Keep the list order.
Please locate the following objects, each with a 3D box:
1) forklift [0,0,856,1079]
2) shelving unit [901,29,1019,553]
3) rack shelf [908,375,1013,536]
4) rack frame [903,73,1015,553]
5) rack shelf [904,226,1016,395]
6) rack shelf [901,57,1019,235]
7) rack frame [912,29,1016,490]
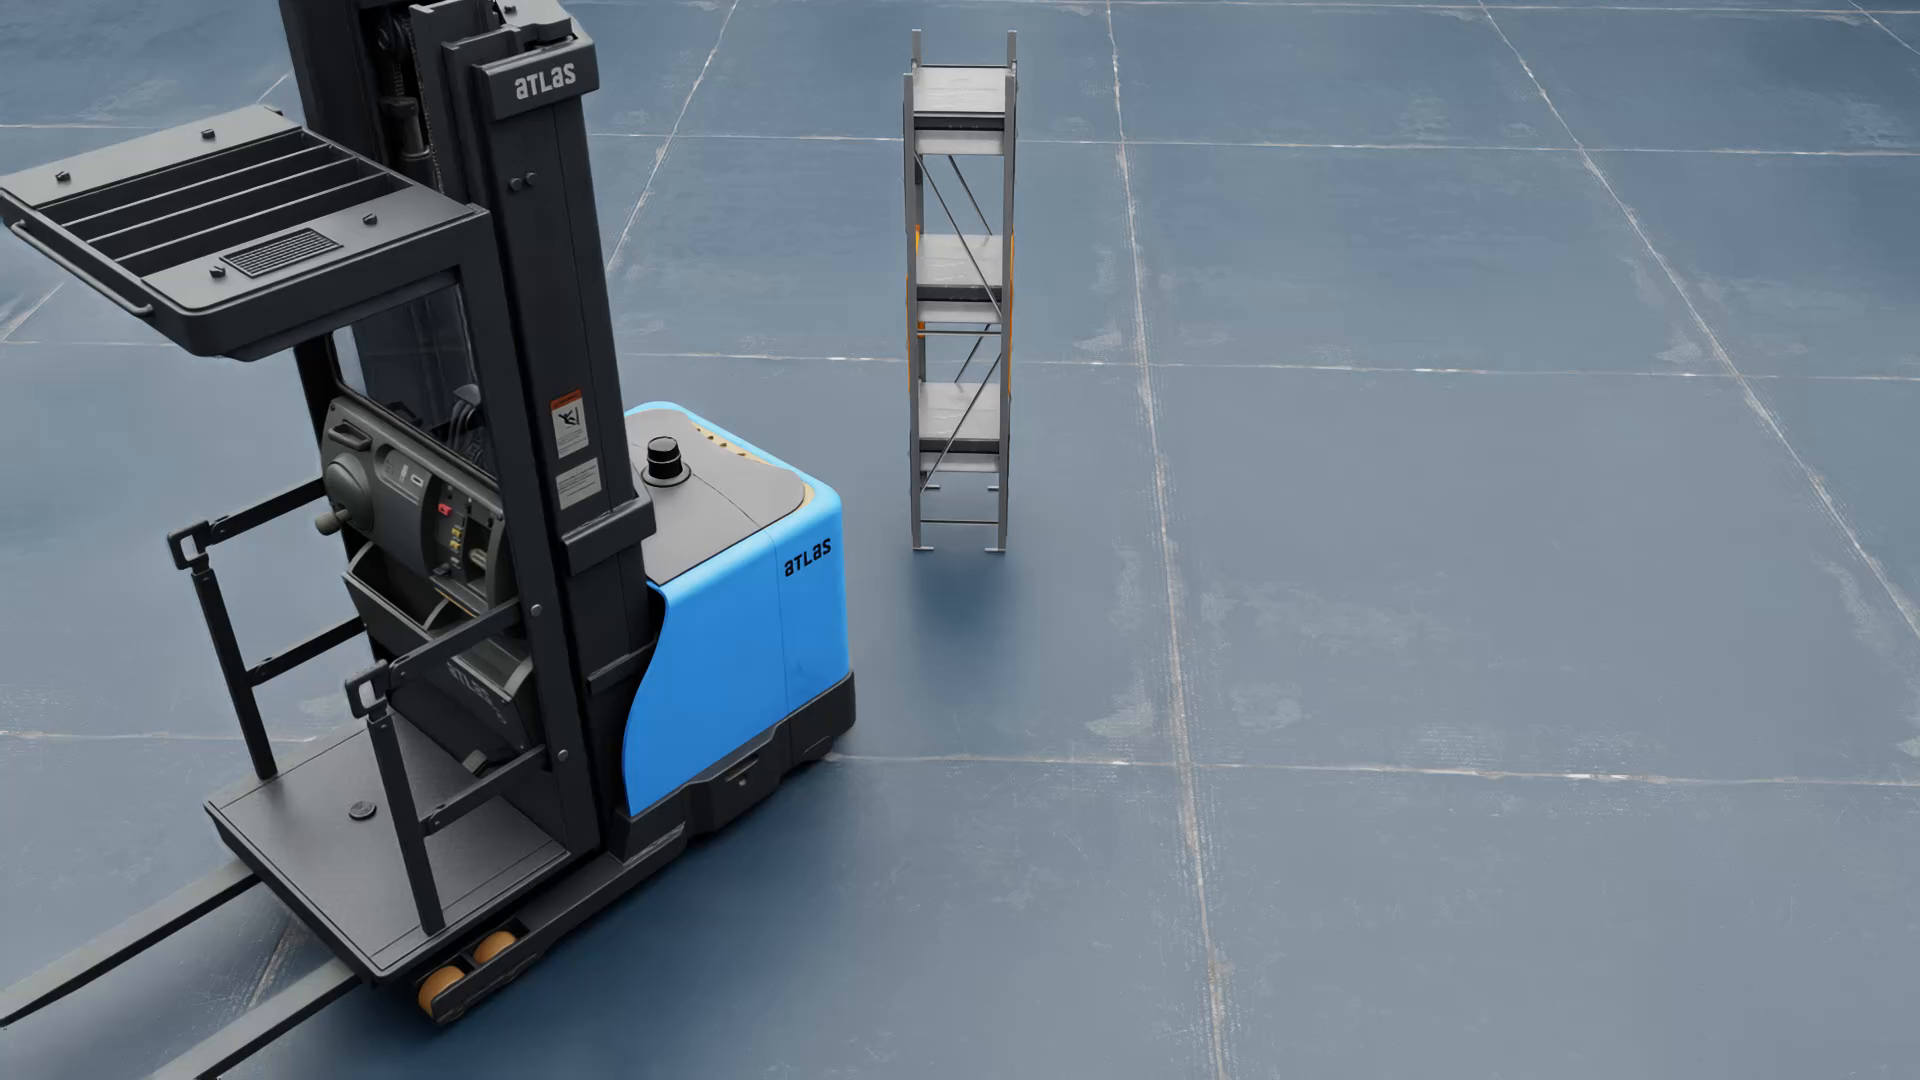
[{"bbox_3d":[-1.755,-0.047,4.767,1.130,2.935,3.031,28,44,34],"label":"forklift"},{"bbox_3d":[0.007,-0.954,6.782,0.431,2.100,0.503,1,35,2],"label":"shelving unit"},{"bbox_3d":[0.007,-0.370,7.192,0.431,0.518,0.480,1,35,2],"label":"rack shelf"},{"bbox_3d":[-0.003,-0.814,6.582,0.400,2.100,0.015,1,35,2],"label":"rack frame"},{"bbox_3d":[0.007,-0.943,6.789,0.431,0.518,0.480,1,35,2],"label":"rack shelf"},{"bbox_3d":[0.007,-1.516,6.387,0.431,0.518,0.480,1,35,2],"label":"rack shelf"},{"bbox_3d":[0.016,-1.094,6.981,0.400,2.100,0.015,1,35,2],"label":"rack frame"}]
